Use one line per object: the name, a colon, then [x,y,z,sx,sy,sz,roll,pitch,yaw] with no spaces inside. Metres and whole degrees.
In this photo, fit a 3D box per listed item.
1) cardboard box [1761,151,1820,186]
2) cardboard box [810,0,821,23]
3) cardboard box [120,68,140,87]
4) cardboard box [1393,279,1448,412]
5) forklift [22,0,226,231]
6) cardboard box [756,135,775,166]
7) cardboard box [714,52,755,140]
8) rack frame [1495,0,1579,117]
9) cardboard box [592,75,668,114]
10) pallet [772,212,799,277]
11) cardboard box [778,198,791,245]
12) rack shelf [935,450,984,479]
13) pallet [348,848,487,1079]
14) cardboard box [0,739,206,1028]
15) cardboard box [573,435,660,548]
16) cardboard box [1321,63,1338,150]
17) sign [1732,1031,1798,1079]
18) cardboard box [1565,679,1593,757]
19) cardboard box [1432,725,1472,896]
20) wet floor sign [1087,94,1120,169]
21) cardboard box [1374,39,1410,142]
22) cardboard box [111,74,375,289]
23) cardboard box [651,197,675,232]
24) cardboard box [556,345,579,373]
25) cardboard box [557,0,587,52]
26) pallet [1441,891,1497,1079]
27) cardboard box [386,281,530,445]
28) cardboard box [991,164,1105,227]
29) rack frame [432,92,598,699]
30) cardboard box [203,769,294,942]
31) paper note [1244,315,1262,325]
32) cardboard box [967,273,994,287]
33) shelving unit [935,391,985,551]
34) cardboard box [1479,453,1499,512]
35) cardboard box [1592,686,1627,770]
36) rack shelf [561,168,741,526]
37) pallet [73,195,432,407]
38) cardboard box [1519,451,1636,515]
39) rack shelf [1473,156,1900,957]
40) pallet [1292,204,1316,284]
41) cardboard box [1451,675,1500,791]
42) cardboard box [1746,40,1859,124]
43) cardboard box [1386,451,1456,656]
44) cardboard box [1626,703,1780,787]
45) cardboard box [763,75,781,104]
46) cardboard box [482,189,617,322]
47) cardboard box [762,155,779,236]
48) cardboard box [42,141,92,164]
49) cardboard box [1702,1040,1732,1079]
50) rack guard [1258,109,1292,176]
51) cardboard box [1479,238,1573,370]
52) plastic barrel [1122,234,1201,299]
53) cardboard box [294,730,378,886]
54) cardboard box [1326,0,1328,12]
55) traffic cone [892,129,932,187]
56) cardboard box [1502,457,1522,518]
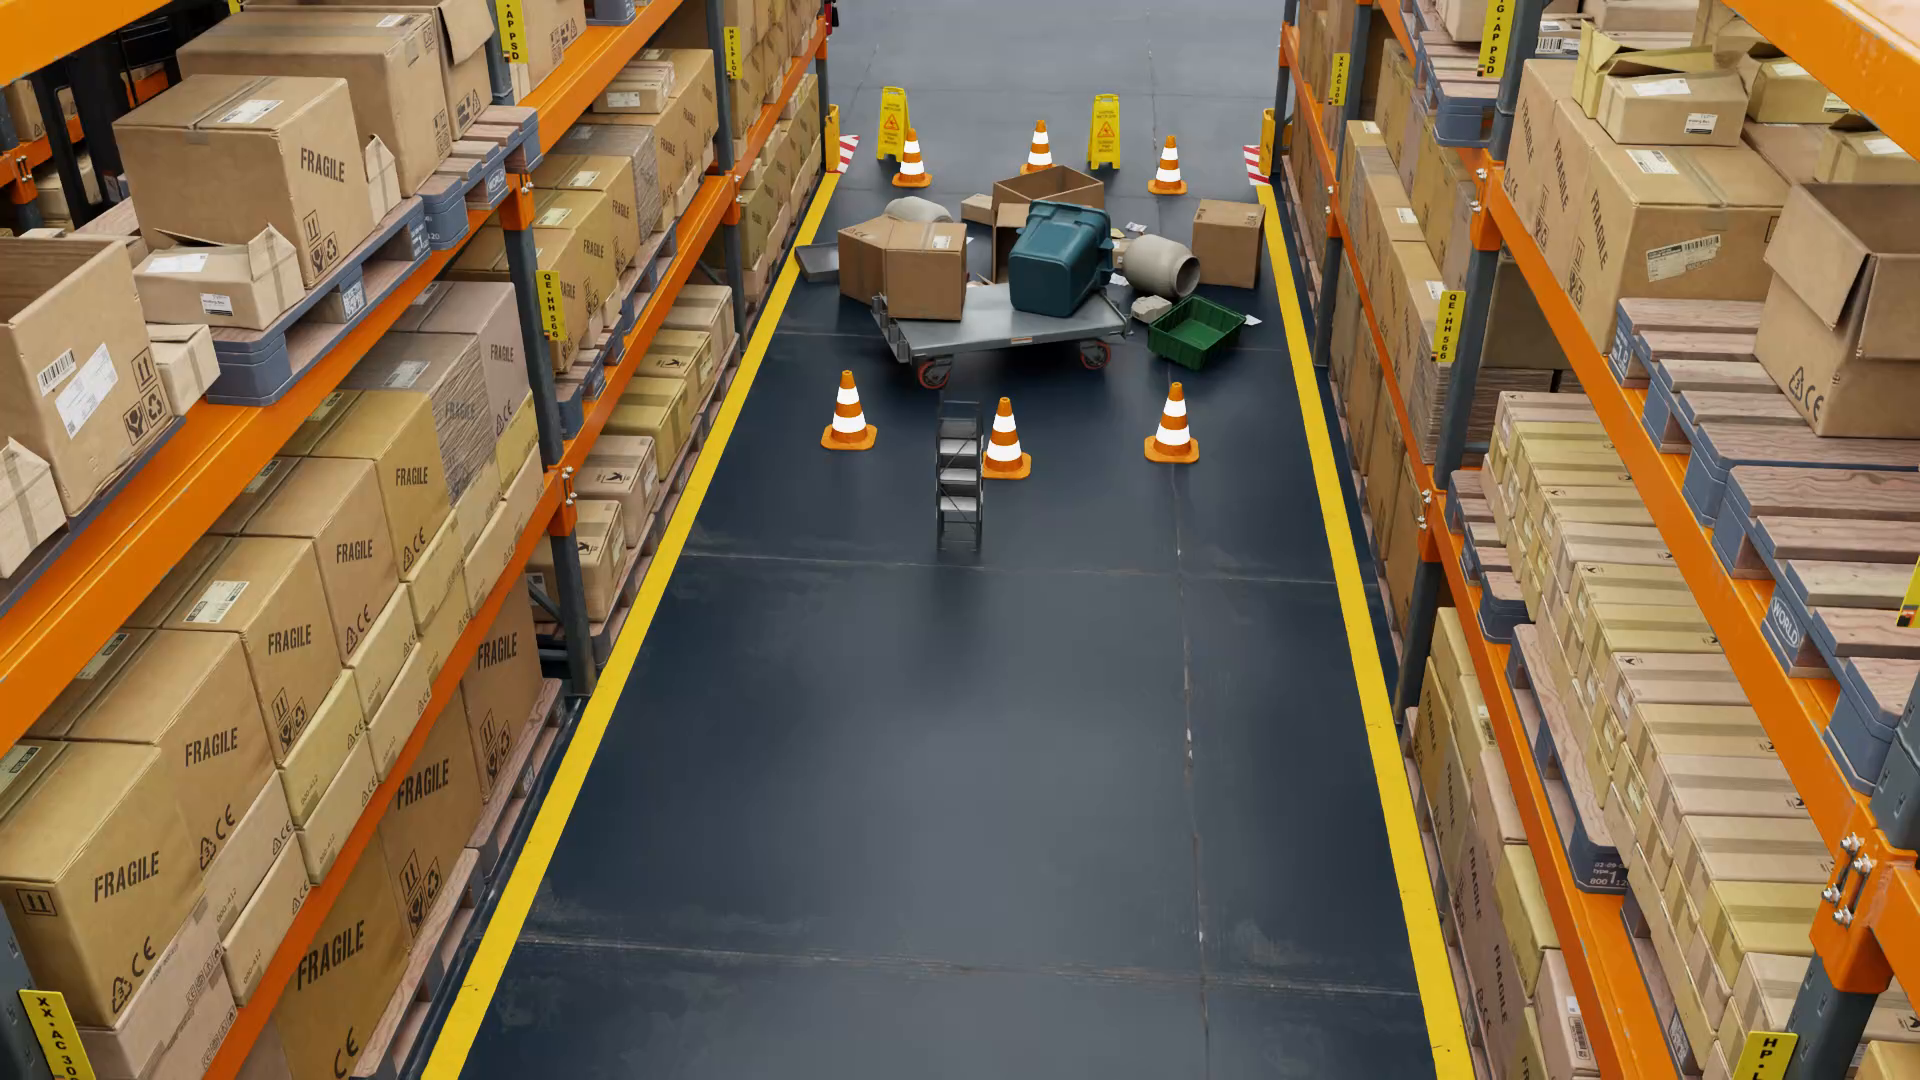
cardboard box: [2.751,-0.872,5.132,0.500,0.500,0.500,2,32,4]
cardboard box: [-1.443,-4.601,13.758,0.500,0.500,0.500,2,32,3]
cardboard box: [-6.585,-3.647,12.494,0.500,0.500,0.500,2,32,3]
cardboard box: [2.428,-0.936,8.095,0.500,0.500,0.500,2,32,4]
forklift: [-5.036,-2.095,10.136,3.031,2.935,1.130,17,36,26]
cardboard box: [-1.572,-2.868,12.213,0.380,0.149,0.250,4,32,6]
cardboard box: [-1.686,-3.023,11.198,0.500,0.500,0.500,2,32,4]
rack frame: [2.617,-2.940,5.723,1.000,3.000,0.127,2,32,4]
cardboard box: [-1.854,-2.504,9.336,0.380,0.149,0.250,1,32,2]
pallet: [-1.883,-2.441,13.290,1.003,0.211,1.213,2,32,4]
cardboard box: [-1.610,-2.498,12.945,0.500,0.250,0.500,2,32,3]
rack shelf: [-0.001,-0.427,9.258,0.258,0.077,0.200,2,32,4]
pallet: [-2.566,1.688,6.590,1.003,0.211,1.213,2,32,4]
cardboard box: [-2.328,0.861,4.225,0.500,0.500,0.500,3,32,5]
cardboard box: [-2.217,-0.285,9.239,0.950,0.372,0.625,2,32,3]
cardboard box: [2.983,-3.023,11.434,0.875,0.550,0.550,2,32,4]
sign: [1.738,1.191,3.635,0.100,0.325,0.005,2,32,4]
cardboard box: [2.251,0.597,5.541,0.380,0.149,0.250,1,32,2]
cardboard box: [2.267,1.122,6.833,0.500,0.500,0.500,3,32,5]
wet floor sign: [1.297,-3.666,14.864,0.267,0.644,0.232,-3,32,-5]
cardboard box: [2.908,-2.686,9.981,0.700,0.500,0.500,2,32,3]
cardboard box: [-2.180,-1.109,5.115,0.500,0.500,0.500,3,32,4]
cardboard box: [-1.864,-1.894,9.584,0.380,0.149,0.250,2,32,4]
cardboard box: [-2.057,-0.924,8.010,0.380,0.149,0.250,1,32,1]
cardboard box: [-2.229,-2.664,8.036,0.797,0.503,0.637,2,32,4]
pallet: [2.450,1.846,6.333,1.003,0.211,1.213,2,32,4]
cardboard box: [-2.107,-0.731,6.809,0.500,0.500,0.500,2,32,3]
cardboard box: [0.706,-2.638,13.331,0.797,0.503,0.637,-20,37,-29]
rack frame: [-2.325,-0.544,7.554,1.000,3.000,0.127,2,32,4]
cardboard box: [-2.319,0.907,4.867,0.500,0.250,0.500,3,32,5]
paper note: [2.095,-1.604,12.103,0.147,0.020,0.142,-20,37,-29]
cardboard box: [0.206,-1.806,12.208,0.258,0.266,0.396,-20,37,-29]
shelving unit: [-0.001,-0.379,9.287,0.258,0.900,0.210,2,32,4]
cardboard box: [2.379,-0.232,6.887,0.380,0.149,0.250,2,32,3]
cardboard box: [2.230,0.602,5.251,0.380,0.149,0.250,3,32,4]
rack shelf: [-2.162,-1.284,9.440,1.077,0.370,4.000,2,32,4]
pallet: [-2.413,-0.817,5.318,1.003,0.211,1.213,4,32,6]
cardboard box: [2.342,-0.209,6.282,0.380,0.149,0.250,2,32,4]
rack shelf: [2.454,-0.311,5.002,1.077,0.370,4.000,2,32,4]
pallet: [3.179,-2.324,13.100,1.003,0.211,1.213,2,32,4]
cardboard box: [2.278,0.796,6.647,0.500,0.250,0.500,2,32,3]
cardboard box: [2.816,-1.540,5.485,0.396,0.266,0.258,2,32,4]
cardboard box: [2.756,0.079,8.287,1.050,0.750,0.750,2,32,3]
cardboard box: [2.218,0.621,4.935,0.380,0.149,0.250,1,32,2]
cardboard box: [-1.541,-3.348,12.344,0.380,0.149,0.250,3,32,4]
cardboard box: [-2.022,-1.390,8.148,0.500,0.500,0.500,4,32,7]
cardboard box: [-1.651,-2.541,12.300,0.500,0.500,0.500,4,32,6]
cardboard box: [-6.543,-2.786,12.460,0.500,0.250,0.500,3,32,4]
cardboard box: [2.126,1.418,4.209,0.380,0.149,0.250,2,32,3]
rack guard: [3.270,-3.517,14.761,1.175,0.500,0.348,2,32,4]
cardboard box: [2.663,-1.088,7.389,0.700,0.500,0.500,2,32,4]
plastic barrel: [1.506,-2.039,12.436,0.512,0.421,0.421,27,41,37]
cardboard box: [-2.254,0.855,5.428,0.500,0.250,0.500,2,32,4]
cardboard box: [3.152,-4.039,12.053,0.875,0.550,0.500,2,32,4]
traffic cone: [-0.423,-3.367,14.554,0.336,0.463,0.334,2,32,4]
cardboard box: [2.357,-0.198,6.548,0.380,0.149,0.250,4,32,6]
